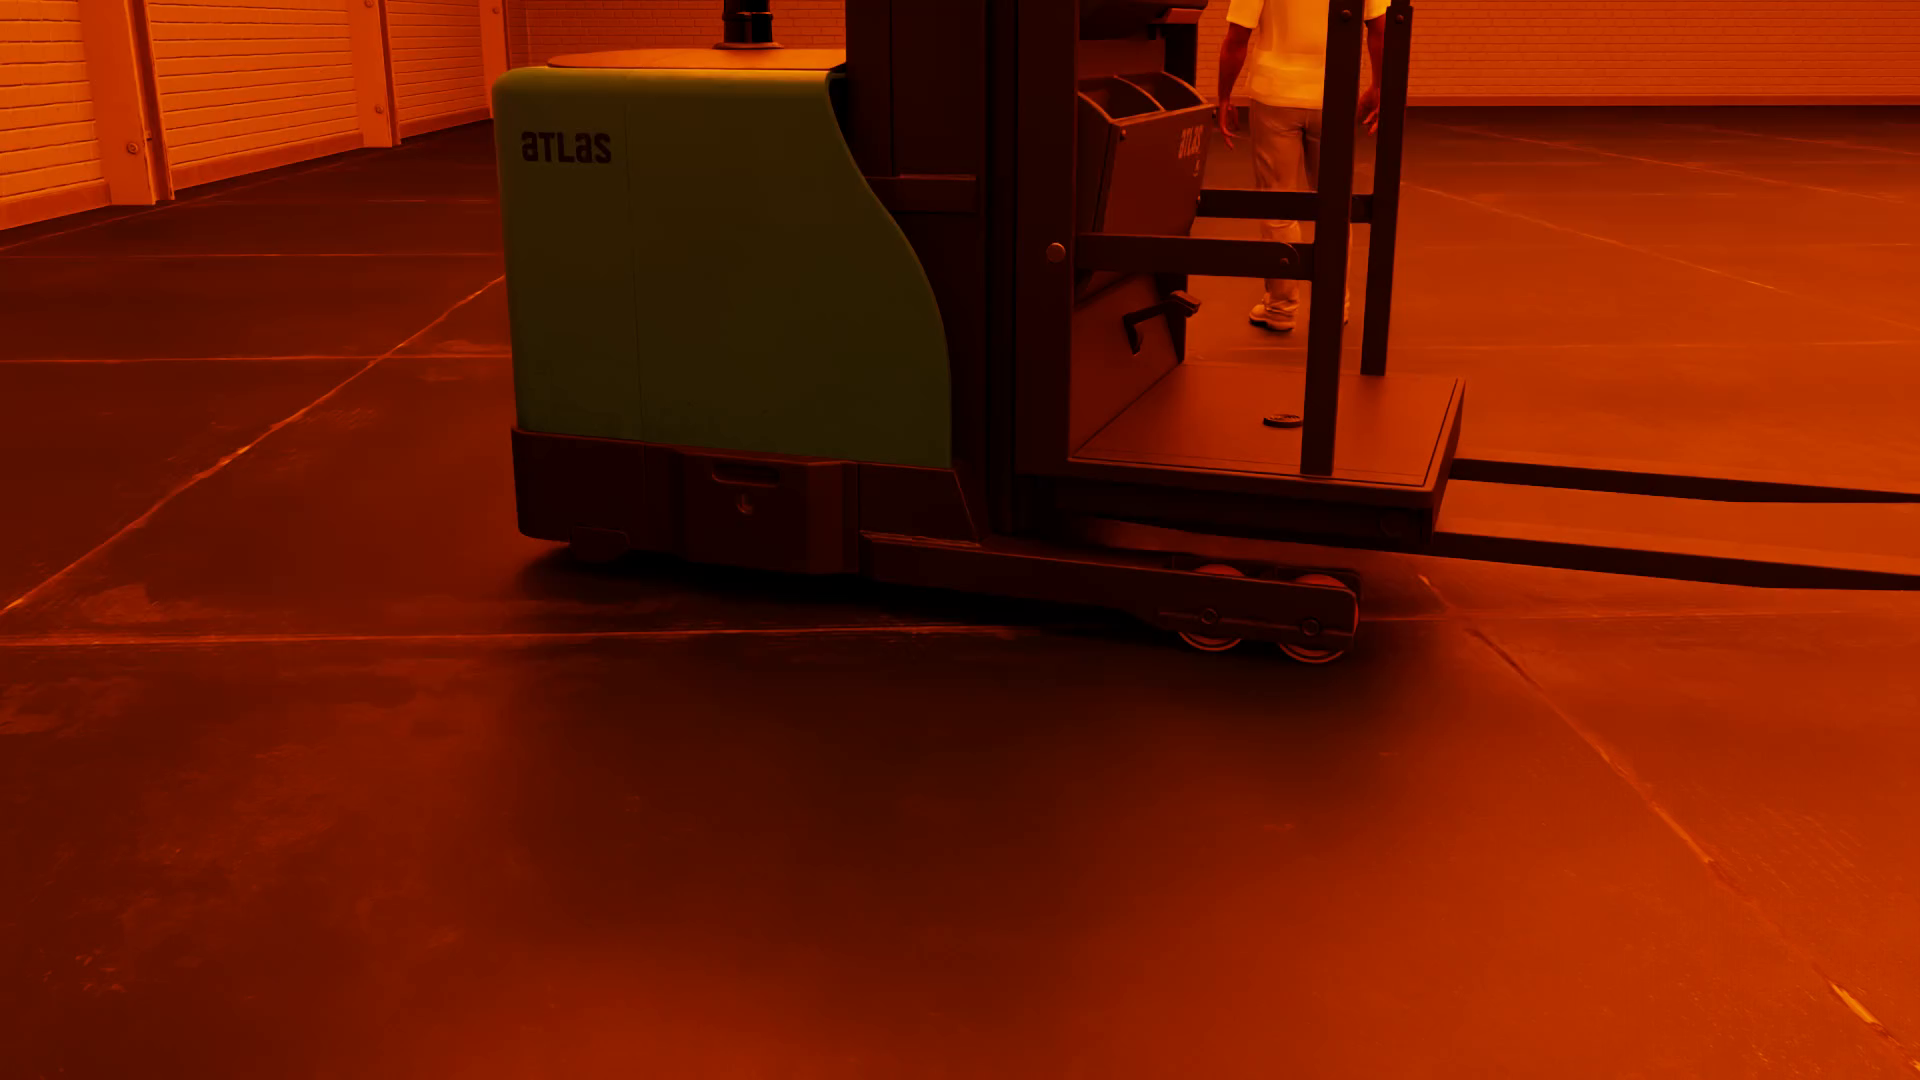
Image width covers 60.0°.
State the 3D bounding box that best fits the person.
[{"bbox_3d":[1.317,-1.717,6.492,0.665,1.768,0.566,-1,17,-2],"label":"person"}]

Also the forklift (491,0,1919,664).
[{"bbox_3d":[0.576,-1.343,3.296,3.031,2.935,1.130,6,18,18],"label":"forklift"}]
